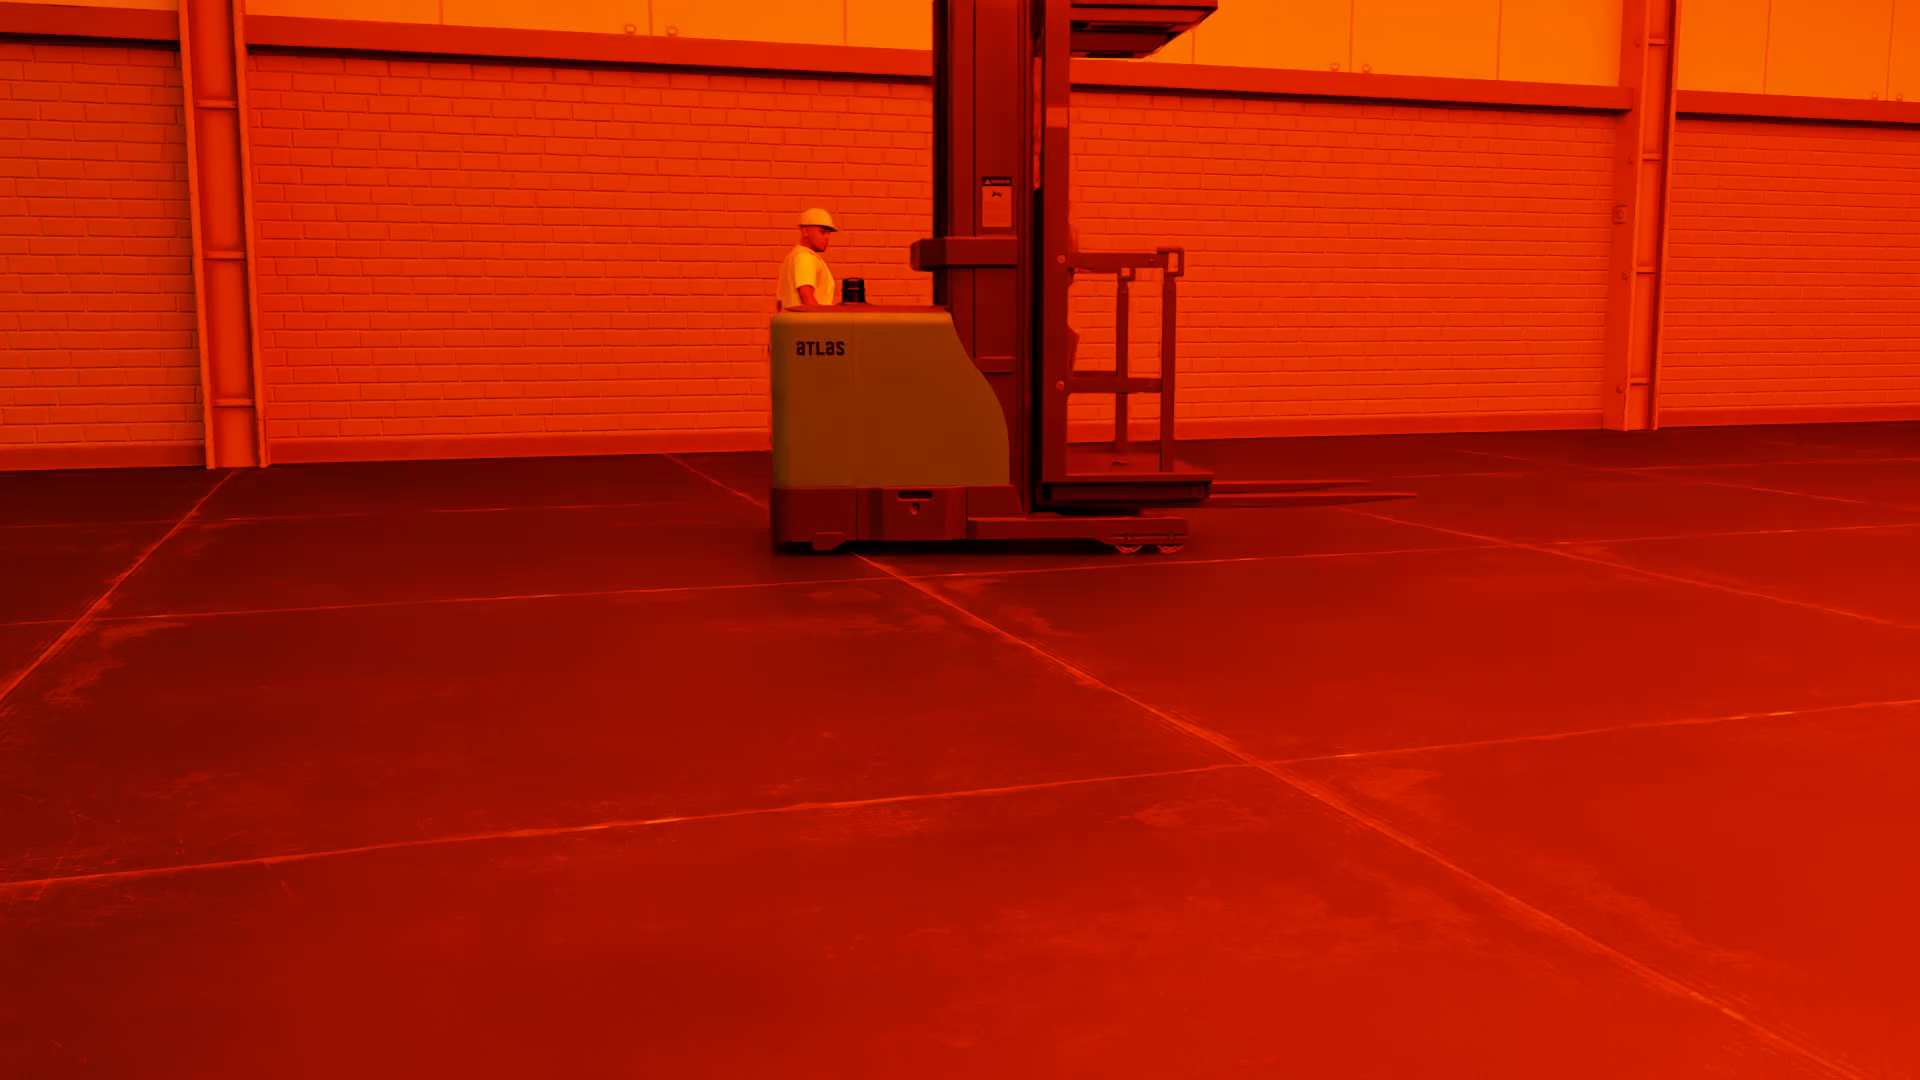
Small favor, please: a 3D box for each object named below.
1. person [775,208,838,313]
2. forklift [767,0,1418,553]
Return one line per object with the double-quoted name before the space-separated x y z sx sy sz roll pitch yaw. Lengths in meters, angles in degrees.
"person" -0.918 -1.289 10.900 0.506 1.755 0.780 -4 9 -27
"forklift" 0.612 -1.464 7.811 3.031 2.935 1.130 -1 8 -6
